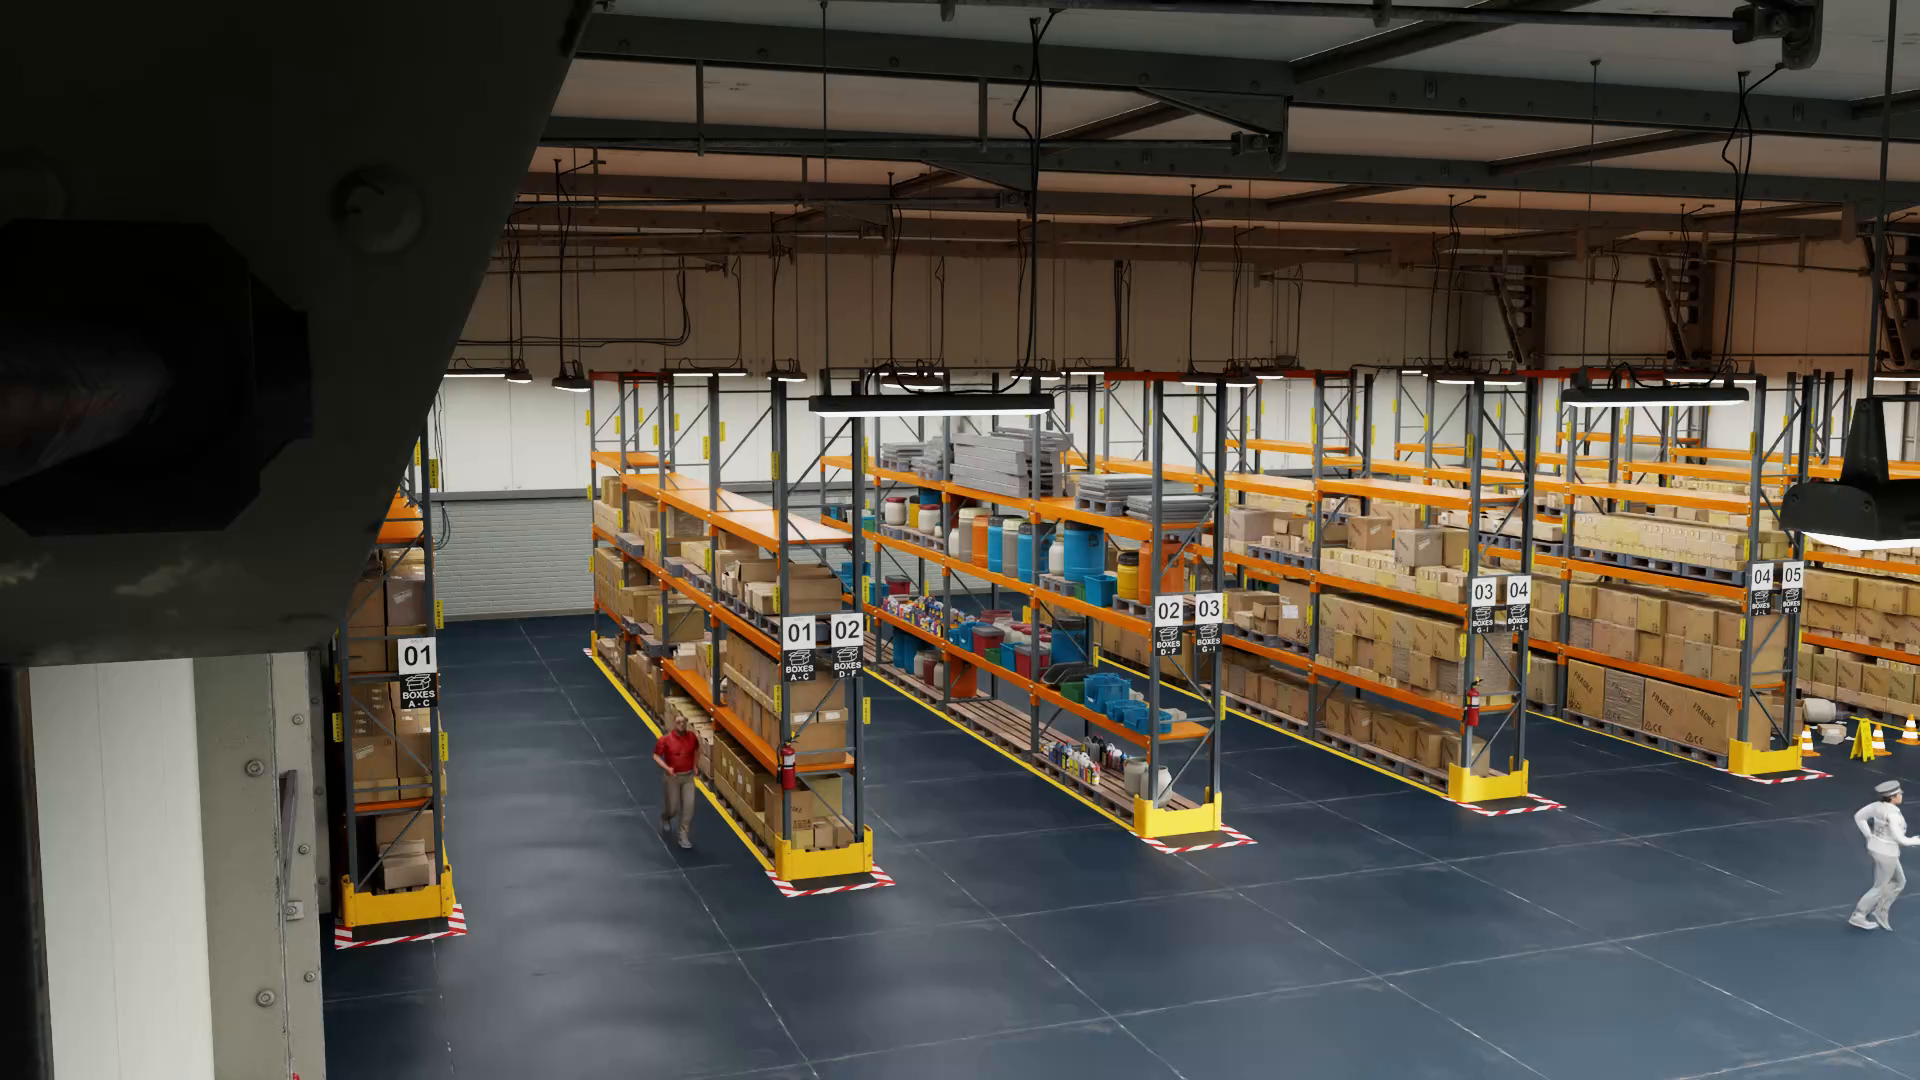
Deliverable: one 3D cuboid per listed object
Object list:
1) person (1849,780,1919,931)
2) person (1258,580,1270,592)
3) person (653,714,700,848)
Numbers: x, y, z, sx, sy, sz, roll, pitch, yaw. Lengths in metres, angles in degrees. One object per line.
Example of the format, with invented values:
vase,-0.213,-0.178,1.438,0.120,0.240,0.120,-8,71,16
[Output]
person,10.145,3.482,18.231,0.698,1.735,0.625,1,6,9
person,7.580,0.837,41.618,0.672,1.751,0.619,-5,8,-39
person,-3.646,3.085,21.550,0.660,1.697,0.772,-4,7,-29
